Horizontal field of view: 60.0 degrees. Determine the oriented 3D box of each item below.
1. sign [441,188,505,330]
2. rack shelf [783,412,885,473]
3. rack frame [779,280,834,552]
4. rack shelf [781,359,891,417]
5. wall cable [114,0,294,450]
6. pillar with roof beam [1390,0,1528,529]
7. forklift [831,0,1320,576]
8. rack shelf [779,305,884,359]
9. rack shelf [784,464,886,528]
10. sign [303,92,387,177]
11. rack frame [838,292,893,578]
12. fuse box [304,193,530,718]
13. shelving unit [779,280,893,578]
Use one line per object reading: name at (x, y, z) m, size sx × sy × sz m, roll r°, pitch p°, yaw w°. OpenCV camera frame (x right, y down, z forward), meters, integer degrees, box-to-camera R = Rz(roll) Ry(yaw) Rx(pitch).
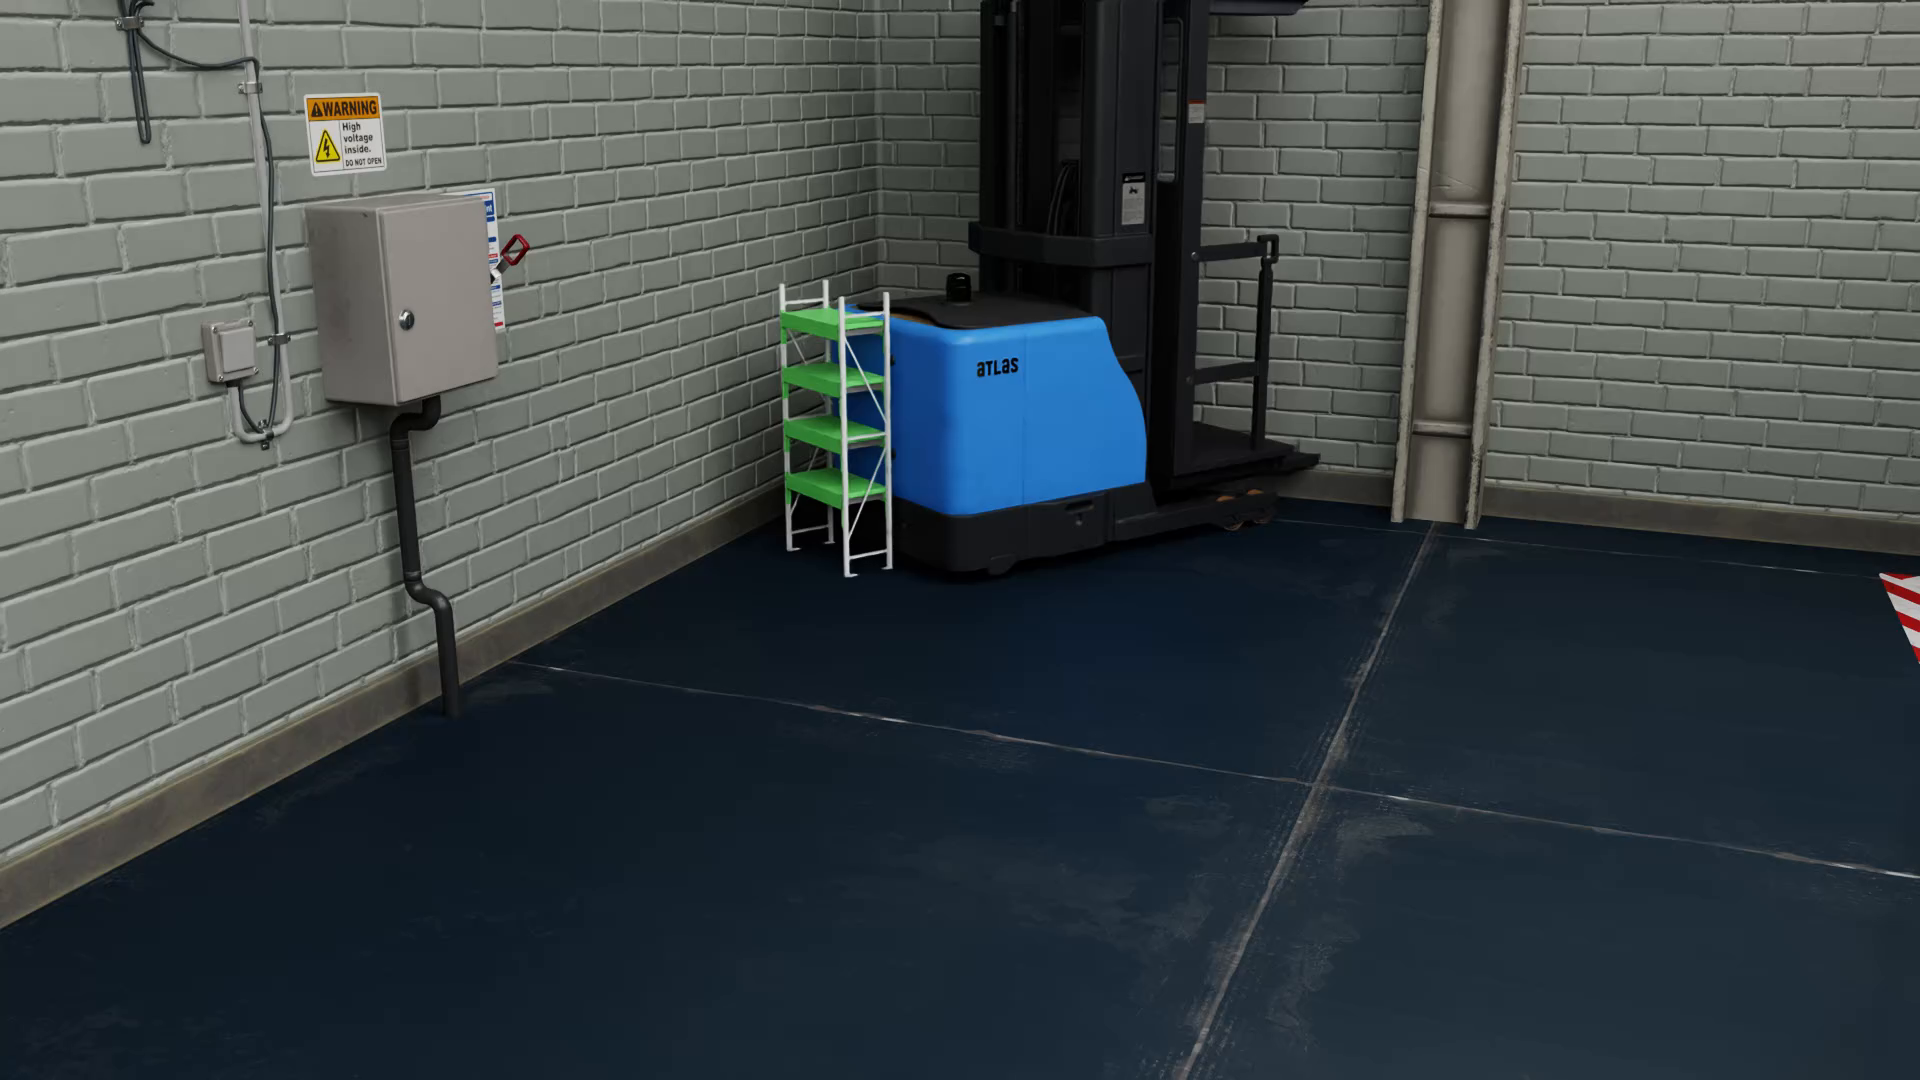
sign at (-1.695, -0.957, 5.760) m, size 0.001 × 0.494 × 0.329 m, roll 6°, pitch 17°, yaw 21°
rack shelf at (-0.538, -0.429, 7.227) m, size 0.258 × 0.148 × 0.480 m, roll -11°, pitch 20°, yaw -34°
rack frame at (-0.680, -0.545, 7.399) m, size 0.240 × 1.200 × 0.015 m, roll -11°, pitch 20°, yaw -34°
rack shelf at (-0.538, -0.659, 7.160) m, size 0.258 × 0.148 × 0.480 m, roll -11°, pitch 20°, yaw -34°
wall cable at (-2.080, -1.180, 4.536) m, size 0.122 × 1.984 × 0.588 m, roll 6°, pitch 17°, yaw 21°
pillar with roof beam at (0.725, -3.314, 2.950) m, size 0.400 × 9.000 × 9.100 m, roll 6°, pitch 17°, yaw 21°
forklift at (0.901, -1.557, 7.781) m, size 3.031 × 2.935 × 1.130 m, roll -11°, pitch 20°, yaw -34°
rack shelf at (-0.538, -0.890, 7.093) m, size 0.258 × 0.148 × 0.480 m, roll -11°, pitch 20°, yaw -34°
rack shelf at (-0.538, -0.198, 7.294) m, size 0.258 × 0.148 × 0.480 m, roll -11°, pitch 20°, yaw -34°
sign at (-1.896, -1.257, 5.141) m, size 0.001 × 0.242 × 0.339 m, roll 6°, pitch 17°, yaw 21°
rack frame at (-0.396, -0.435, 7.019) m, size 0.240 × 1.200 × 0.015 m, roll -11°, pitch 20°, yaw -34°
fuse box at (-1.683, -0.234, 5.412) m, size 0.414 × 1.711 × 0.539 m, roll 6°, pitch 17°, yaw 21°
shelving unit at (-0.538, -0.490, 7.209) m, size 0.258 × 1.200 × 0.503 m, roll -11°, pitch 20°, yaw -34°
